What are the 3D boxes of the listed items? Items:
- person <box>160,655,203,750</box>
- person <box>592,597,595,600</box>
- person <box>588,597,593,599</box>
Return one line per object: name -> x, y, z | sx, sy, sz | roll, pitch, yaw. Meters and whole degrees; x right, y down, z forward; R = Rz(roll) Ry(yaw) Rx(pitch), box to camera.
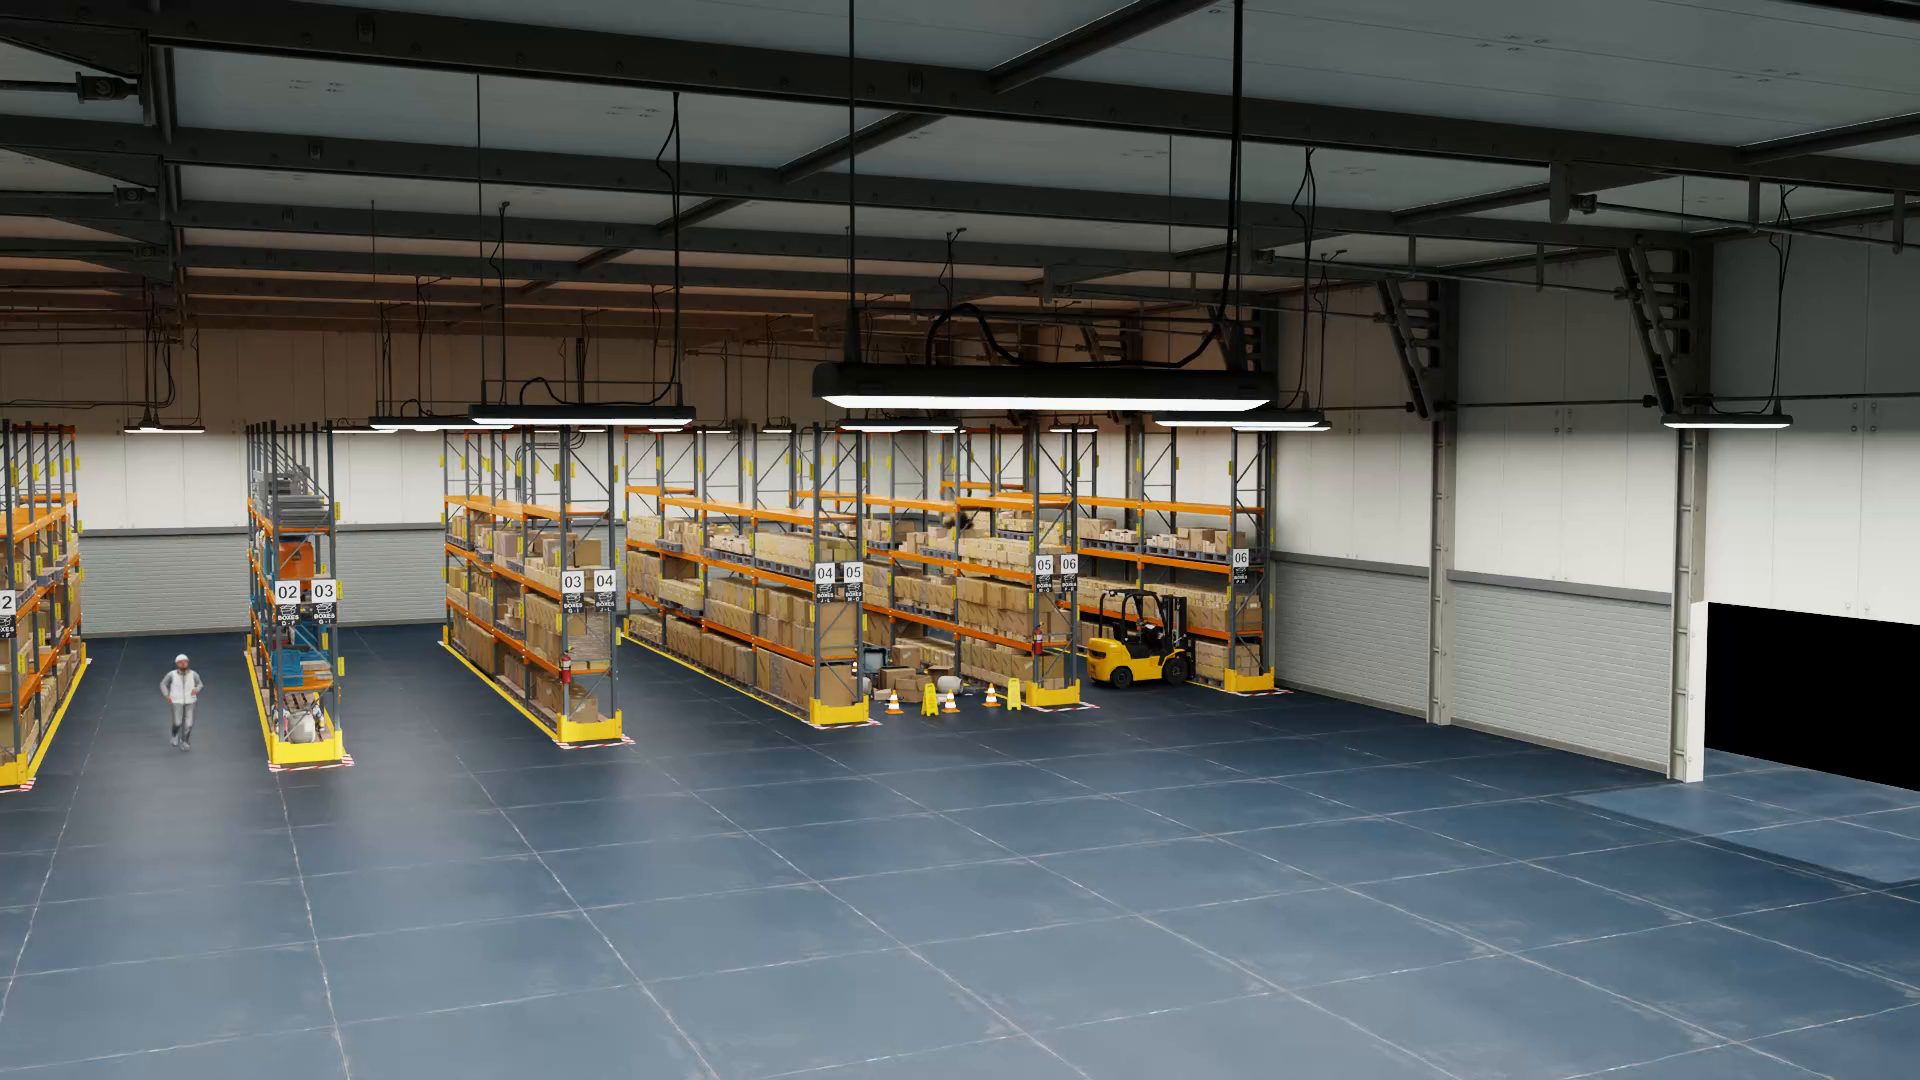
person -> -14.134, 2.958, 30.263 | 0.703, 1.743, 0.542 | -2, 4, -33
person -> -9.673, 2.079, 44.995 | 0.662, 1.702, 0.645 | -1, 4, -16
person -> -10.692, 2.010, 46.840 | 0.673, 1.576, 0.497 | 1, 4, 15
